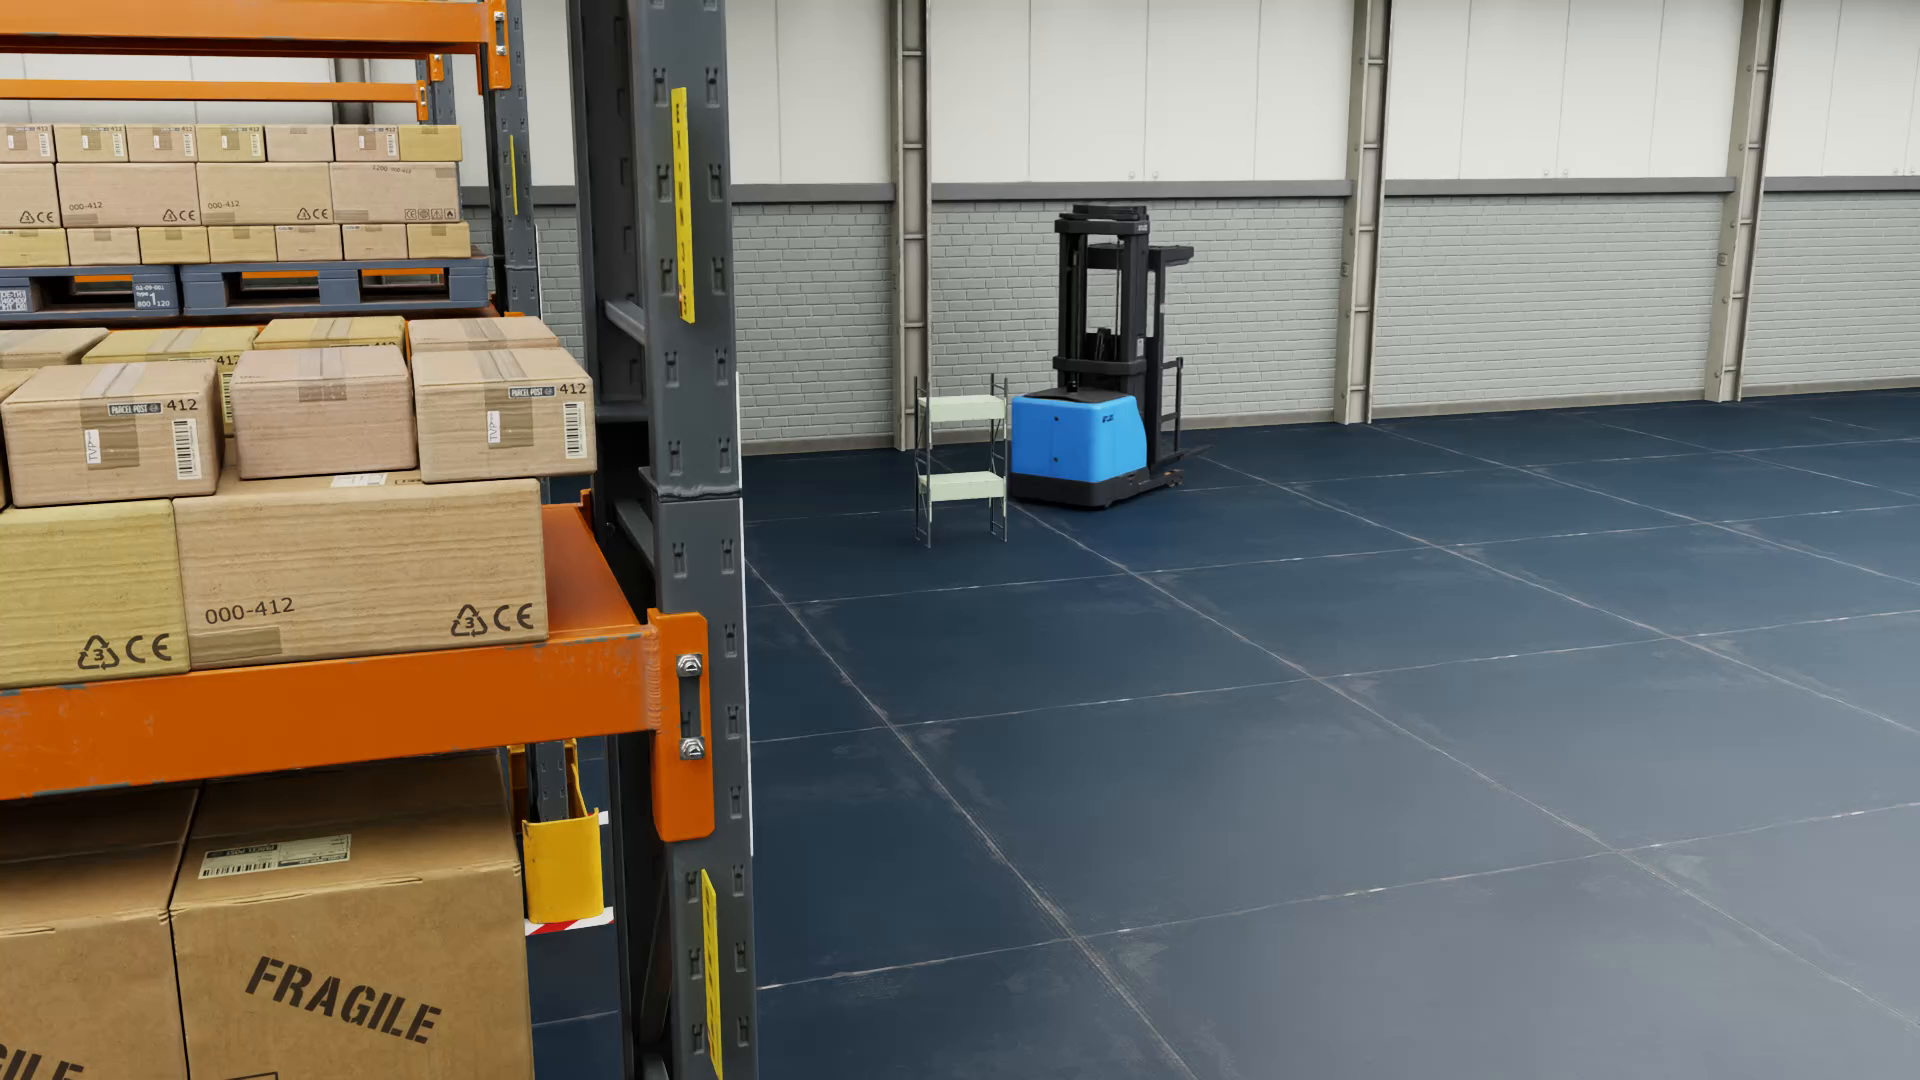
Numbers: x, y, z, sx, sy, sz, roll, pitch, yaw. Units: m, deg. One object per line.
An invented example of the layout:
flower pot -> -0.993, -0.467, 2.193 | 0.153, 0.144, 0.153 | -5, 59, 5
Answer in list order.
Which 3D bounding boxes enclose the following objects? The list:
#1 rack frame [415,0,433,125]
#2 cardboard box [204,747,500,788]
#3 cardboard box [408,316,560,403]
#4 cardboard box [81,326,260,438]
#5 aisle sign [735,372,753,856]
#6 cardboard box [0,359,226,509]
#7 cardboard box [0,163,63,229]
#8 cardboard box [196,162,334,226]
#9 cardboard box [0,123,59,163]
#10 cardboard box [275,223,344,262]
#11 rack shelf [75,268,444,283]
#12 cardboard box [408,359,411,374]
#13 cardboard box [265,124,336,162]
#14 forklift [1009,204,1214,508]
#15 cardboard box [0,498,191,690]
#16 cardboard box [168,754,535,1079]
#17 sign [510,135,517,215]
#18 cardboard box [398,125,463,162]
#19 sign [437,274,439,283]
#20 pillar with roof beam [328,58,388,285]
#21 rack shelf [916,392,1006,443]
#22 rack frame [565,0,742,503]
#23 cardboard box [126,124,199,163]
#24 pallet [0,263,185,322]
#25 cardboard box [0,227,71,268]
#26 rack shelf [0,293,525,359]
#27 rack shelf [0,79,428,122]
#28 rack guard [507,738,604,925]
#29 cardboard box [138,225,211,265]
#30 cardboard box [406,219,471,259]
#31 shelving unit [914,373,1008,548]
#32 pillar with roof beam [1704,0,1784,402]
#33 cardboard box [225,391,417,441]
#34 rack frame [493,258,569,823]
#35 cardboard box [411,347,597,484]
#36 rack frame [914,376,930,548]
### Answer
rack frame -> -5.302, -4.891, 16.365 | 0.127, 3.000, 1.000 | -4, 14, -18
cardboard box -> -1.163, 0.591, 3.265 | 0.500, 0.500, 0.500 | -4, 14, -18
cardboard box -> -0.889, -0.321, 3.098 | 0.250, 0.149, 0.380 | -5, 14, -18
cardboard box -> -1.366, -0.278, 2.915 | 0.250, 0.149, 0.380 | -5, 14, -19
aisle sign -> -0.400, 0.086, 2.788 | 0.004, 0.787, 0.394 | -4, 14, -18
cardboard box -> -1.227, -0.164, 2.438 | 0.250, 0.149, 0.380 | -5, 14, -21
cardboard box -> -3.844, -1.382, 6.652 | 0.500, 0.250, 0.500 | -4, 14, -18
cardboard box -> -2.890, -1.456, 6.963 | 0.500, 0.250, 0.500 | -4, 14, -18
cardboard box -> -3.697, -1.572, 6.590 | 0.250, 0.149, 0.380 | -4, 14, -18
cardboard box -> -2.730, -1.259, 7.000 | 0.250, 0.149, 0.380 | -4, 14, -17
rack shelf -> -5.611, -1.846, 11.600 | 4.000, 0.370, 1.077 | -4, 14, -18
cardboard box -> -4.130, -1.478, 11.962 | 0.500, 0.500, 0.700 | -5, 14, -19
cardboard box -> -2.732, -1.647, 6.908 | 0.250, 0.149, 0.380 | -4, 14, -17
forklift -> 1.745, -2.032, 17.459 | 1.130, 2.935, 3.031 | 9, 16, 33
cardboard box -> -1.403, 0.032, 2.475 | 0.500, 0.250, 0.500 | -4, 14, -18
cardboard box -> -0.997, 0.705, 2.786 | 0.500, 0.500, 0.500 | -4, 14, -18
sign -> -1.881, -1.537, 7.006 | 0.005, 0.325, 0.100 | -4, 14, -18
cardboard box -> -2.252, -1.684, 7.063 | 0.250, 0.149, 0.380 | -4, 14, -18
sign -> -5.142, -2.531, 16.394 | 0.005, 0.325, 0.100 | -4, 14, -18
pillar with roof beam -> -4.876, -4.093, 13.011 | 0.400, 9.000, 9.100 | -4, 14, -18
rack shelf -> 0.006, -1.110, 14.988 | 0.720, 0.370, 0.431 | -4, 14, -18
rack frame -> -0.554, -1.629, 2.652 | 0.127, 3.000, 1.000 | -4, 14, -18
cardboard box -> -3.214, -1.610, 6.750 | 0.250, 0.149, 0.380 | -4, 14, -18
pallet -> -3.899, -1.074, 6.992 | 1.213, 0.211, 1.003 | -4, 14, -18
cardboard box -> -3.693, -1.184, 6.685 | 0.250, 0.149, 0.380 | -4, 14, -17
rack shelf -> -3.936, -0.767, 7.067 | 4.000, 0.370, 1.077 | -4, 14, -18
rack shelf -> -7.197, -4.199, 15.874 | 4.000, 0.370, 1.077 | -4, 14, -18
rack guard -> -2.018, 1.409, 8.248 | 0.348, 0.500, 1.175 | -4, 14, -18
cardboard box -> -3.213, -1.222, 6.841 | 0.250, 0.149, 0.380 | -5, 14, -19
cardboard box -> -2.248, -1.297, 7.157 | 0.250, 0.149, 0.380 | -4, 14, -18
shelving unit -> 0.006, -0.730, 15.079 | 0.755, 1.500, 0.431 | -4, 14, -18
pillar with roof beam -> 12.184, -5.421, 18.596 | 0.400, 9.000, 9.100 | -4, 14, -18
cardboard box -> -1.094, -0.118, 3.106 | 0.500, 0.250, 0.500 | -4, 14, -16
rack frame -> -2.041, 0.194, 7.951 | 0.127, 3.000, 1.000 | -4, 14, -18
cardboard box -> -0.718, -0.202, 2.597 | 0.250, 0.149, 0.380 | -4, 14, -18
rack frame -> -0.341, -0.703, 14.965 | 0.023, 1.500, 0.400 | -4, 14, -18
